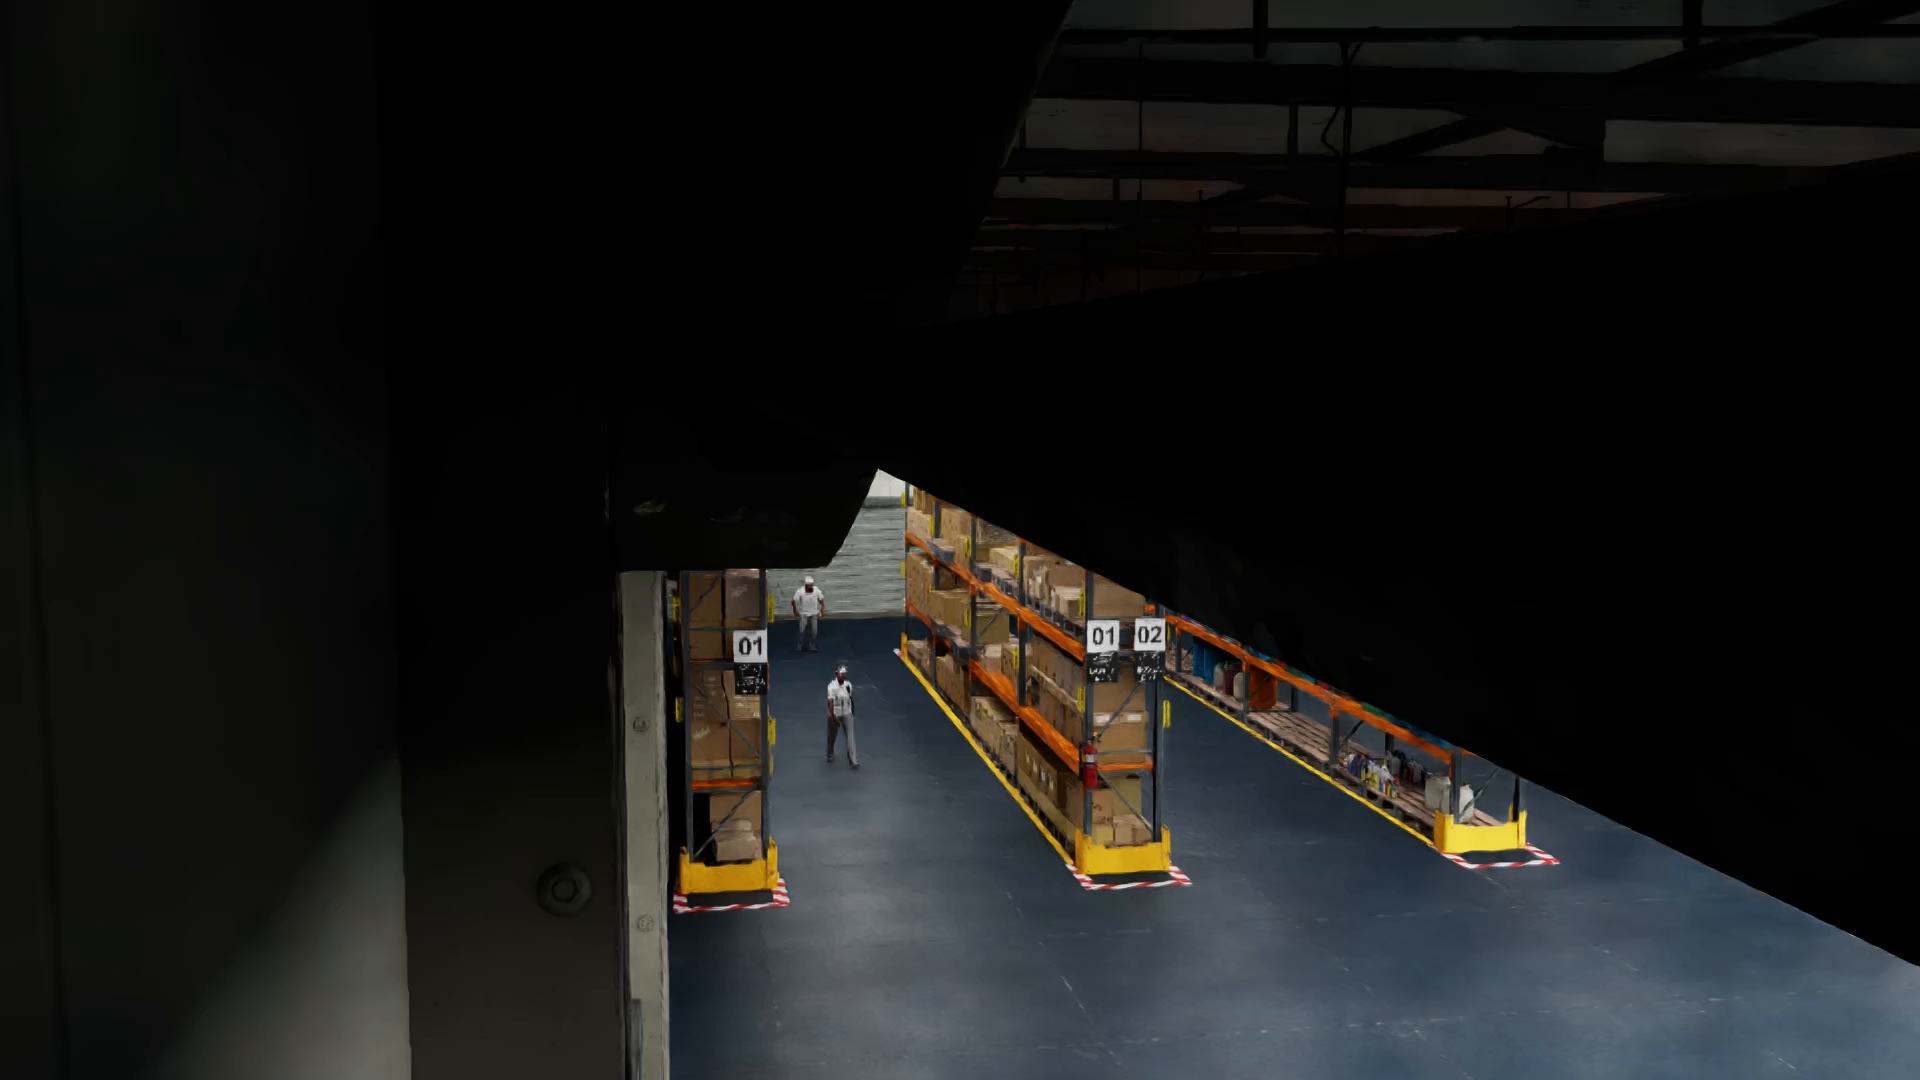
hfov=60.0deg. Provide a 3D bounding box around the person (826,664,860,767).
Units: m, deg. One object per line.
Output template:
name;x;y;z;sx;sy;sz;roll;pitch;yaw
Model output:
person;-1.907;2.764;26.480;0.448;1.623;0.997;-2;6;-18

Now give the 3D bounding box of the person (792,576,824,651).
person;-3.380;1.646;37.058;0.719;1.714;0.578;-1;6;-12
